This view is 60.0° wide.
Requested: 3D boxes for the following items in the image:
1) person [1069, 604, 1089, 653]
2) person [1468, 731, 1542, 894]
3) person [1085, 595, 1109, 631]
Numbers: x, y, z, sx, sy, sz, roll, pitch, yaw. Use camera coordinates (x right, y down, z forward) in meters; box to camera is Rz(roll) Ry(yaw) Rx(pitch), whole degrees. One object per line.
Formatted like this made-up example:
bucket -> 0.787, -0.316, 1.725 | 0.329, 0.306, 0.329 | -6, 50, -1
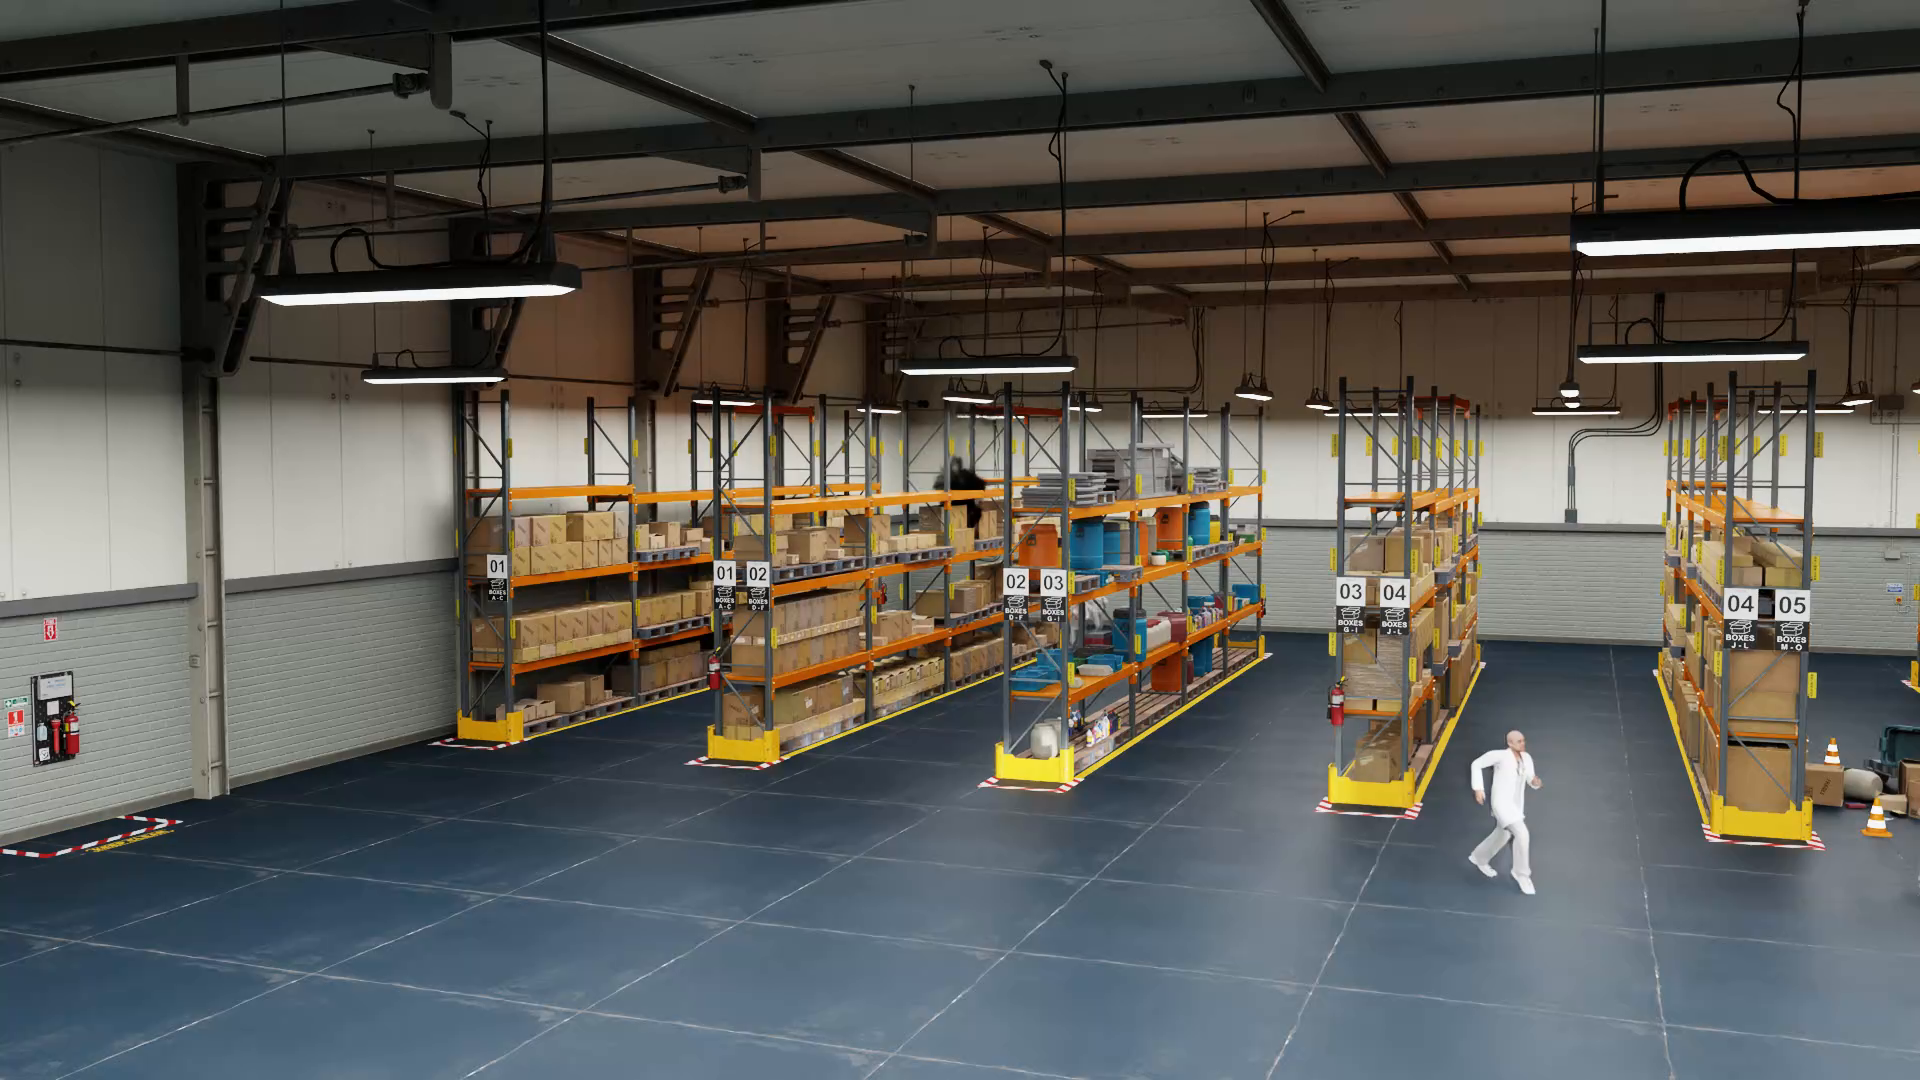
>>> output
person -> 2.561, 1.972, 35.783 | 0.511, 1.686, 0.735 | 1, 3, 18
person -> 6.225, 3.075, 19.055 | 0.740, 1.832, 0.942 | -2, 4, -32
person -> 3.461, 1.858, 42.085 | 0.610, 1.733, 0.712 | -1, 3, -17
